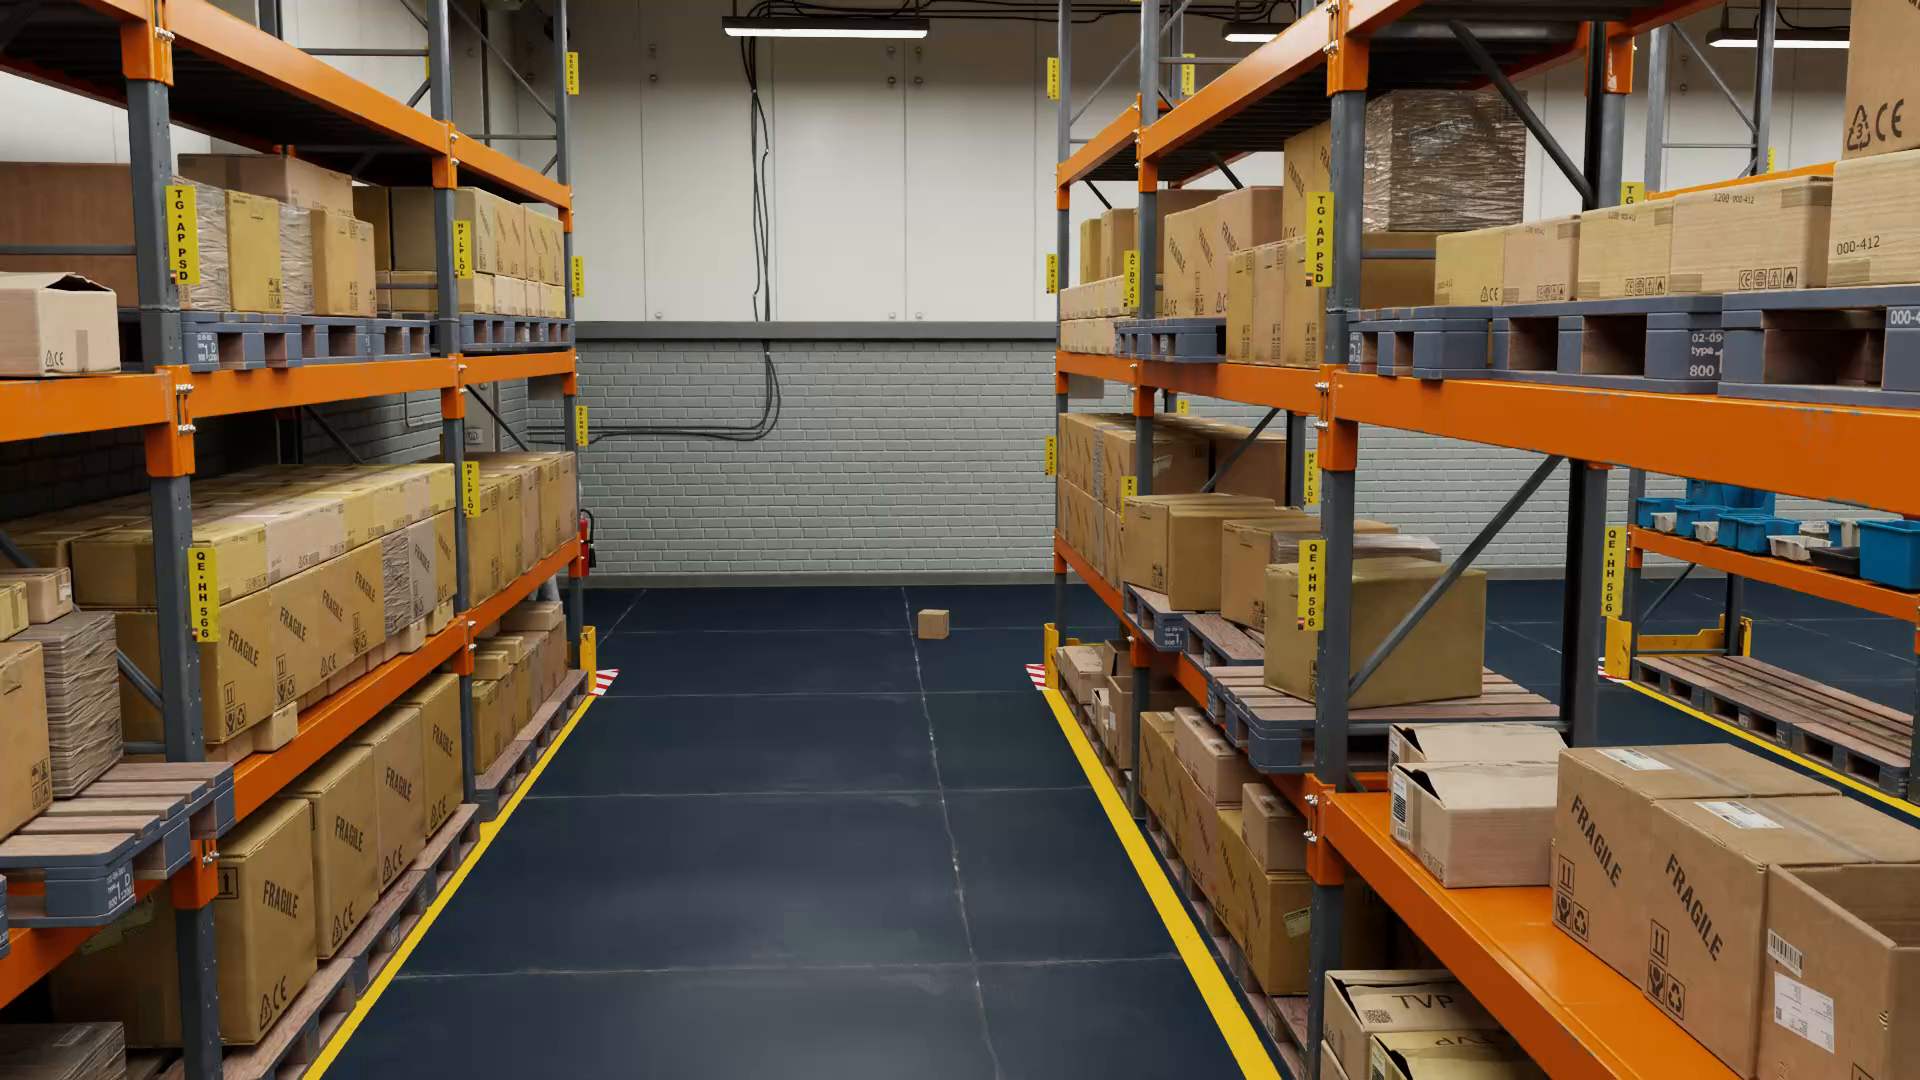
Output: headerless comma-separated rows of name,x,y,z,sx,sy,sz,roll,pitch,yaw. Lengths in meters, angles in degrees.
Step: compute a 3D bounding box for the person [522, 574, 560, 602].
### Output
person,-4.529,-0.038,17.648,0.606,1.717,0.508,1,7,6
